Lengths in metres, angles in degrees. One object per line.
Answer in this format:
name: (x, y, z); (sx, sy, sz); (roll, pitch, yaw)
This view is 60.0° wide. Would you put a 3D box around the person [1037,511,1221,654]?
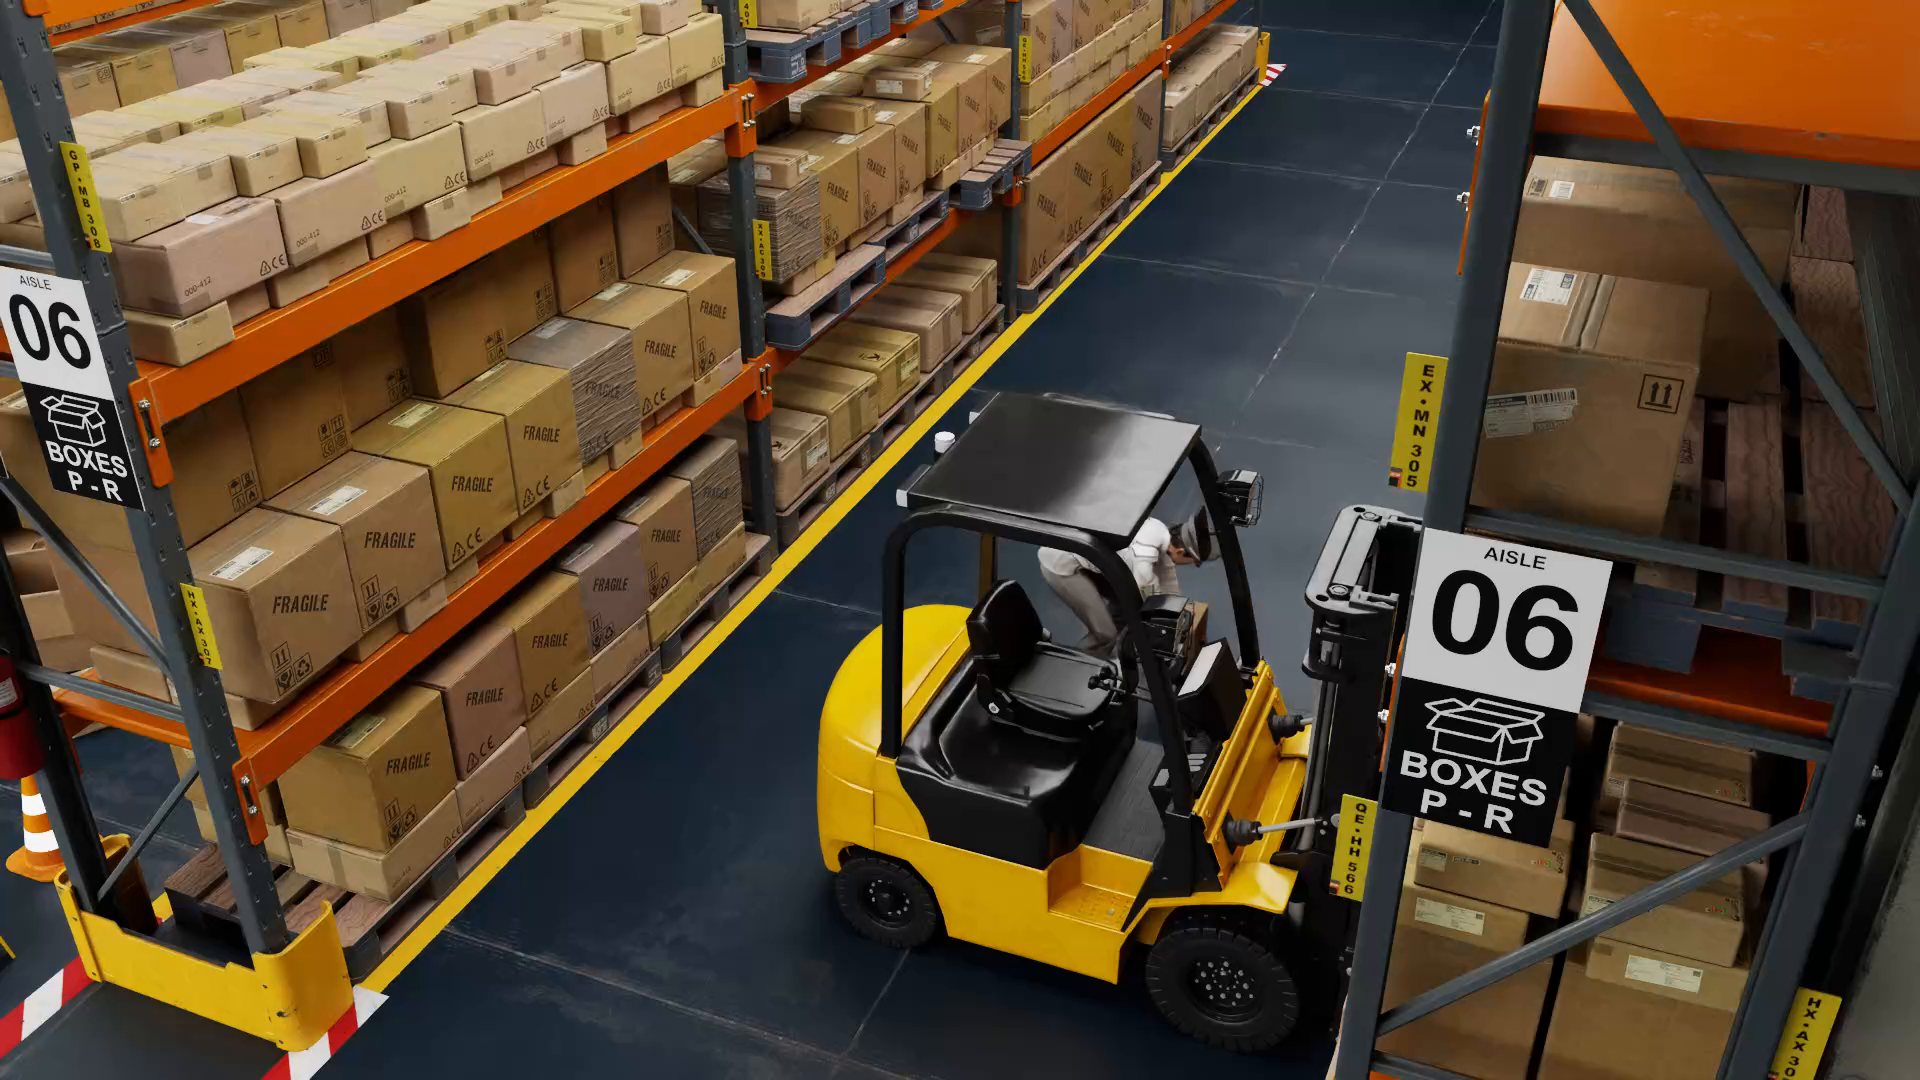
person: (0.845, 0.315, 8.425); (0.919, 1.087, 0.443); (10, 31, 17)
